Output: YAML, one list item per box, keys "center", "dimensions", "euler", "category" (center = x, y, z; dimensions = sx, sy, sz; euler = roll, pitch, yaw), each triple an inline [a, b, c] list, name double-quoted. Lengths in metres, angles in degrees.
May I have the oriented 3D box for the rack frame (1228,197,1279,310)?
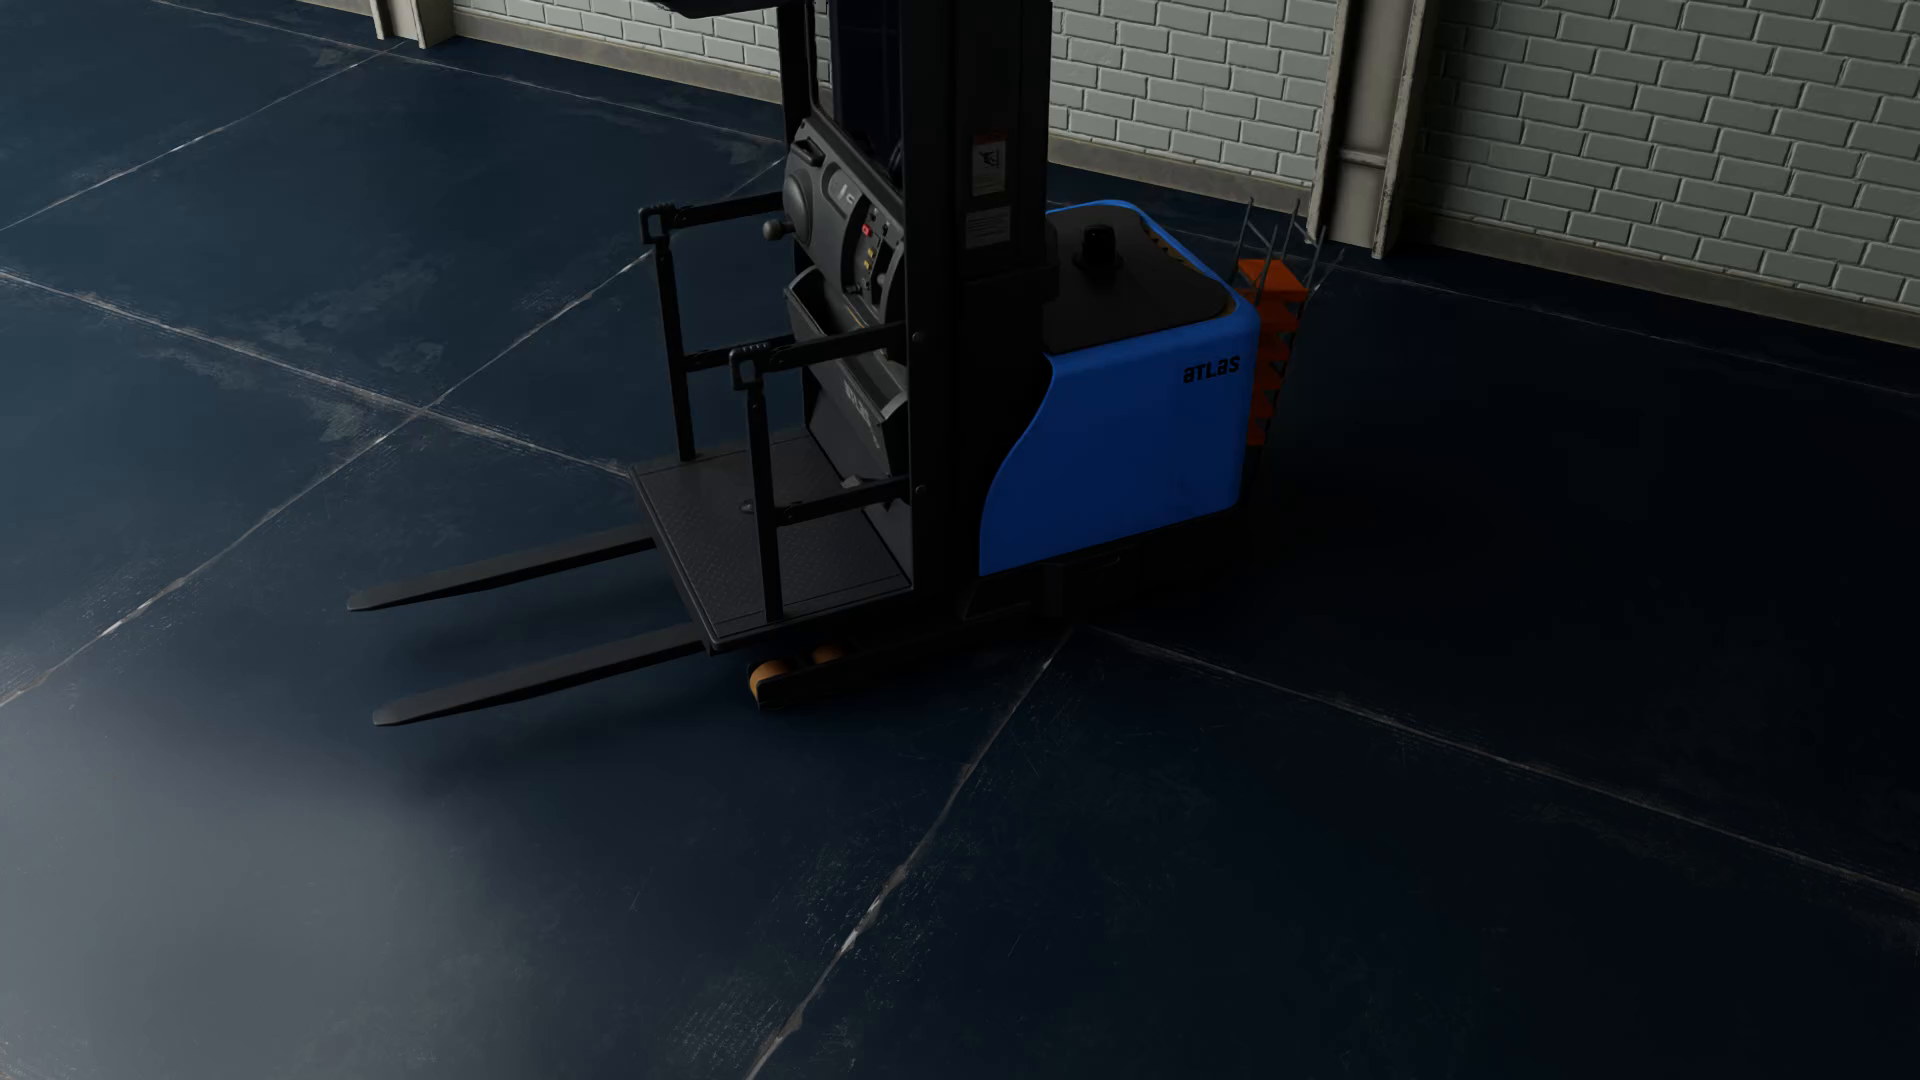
- center: [0.968, -0.645, 6.074]
  dimensions: [0.006, 1.200, 0.240]
  euler: [-3, 37, -17]
  category: "rack frame"

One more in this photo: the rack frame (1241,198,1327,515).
- center: [1.143, -0.653, 6.127]
  dimensions: [0.006, 1.200, 0.240]
  euler: [-3, 37, -17]
  category: "rack frame"

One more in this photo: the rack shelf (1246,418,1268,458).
- center: [1.017, -0.419, 6.262]
  dimensions: [0.180, 0.103, 0.258]
  euler: [-3, 37, -17]
  category: "rack shelf"

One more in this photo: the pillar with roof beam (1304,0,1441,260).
- center: [-0.043, -2.763, 2.448]
  dimensions: [0.400, 9.000, 9.100]
  euler: [17, 41, 21]
  category: "pillar with roof beam"

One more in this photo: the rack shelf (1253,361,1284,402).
- center: [1.049, -0.613, 6.125]
  dimensions: [0.180, 0.103, 0.258]
  euler: [-3, 37, -17]
  category: "rack shelf"

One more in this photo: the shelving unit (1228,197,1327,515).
- center: [1.055, -0.649, 6.100]
  dimensions: [0.189, 1.200, 0.258]
  euler: [-3, 37, -17]
  category: "shelving unit"

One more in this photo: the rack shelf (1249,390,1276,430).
- center: [1.033, -0.516, 6.194]
  dimensions: [0.180, 0.103, 0.258]
  euler: [-3, 37, -17]
  category: "rack shelf"

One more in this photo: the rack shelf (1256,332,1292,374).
- center: [1.066, -0.710, 6.057]
  dimensions: [0.180, 0.103, 0.258]
  euler: [-3, 37, -17]
  category: "rack shelf"

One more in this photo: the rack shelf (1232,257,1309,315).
- center: [1.098, -0.905, 5.920]
  dimensions: [0.180, 0.103, 0.258]
  euler: [-3, 37, -17]
  category: "rack shelf"

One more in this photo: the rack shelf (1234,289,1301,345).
- center: [1.082, -0.808, 5.989]
  dimensions: [0.180, 0.103, 0.258]
  euler: [-3, 37, -17]
  category: "rack shelf"

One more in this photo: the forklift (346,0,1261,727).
- center: [-0.552, -0.969, 5.103]
  dimensions: [3.031, 2.935, 1.130]
  euler: [-15, 40, -19]
  category: "forklift"

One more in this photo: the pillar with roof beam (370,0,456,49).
- center: [-5.371, -4.432, 4.646]
  dimensions: [0.400, 9.000, 9.100]
  euler: [17, 41, 21]
  category: "pillar with roof beam"
